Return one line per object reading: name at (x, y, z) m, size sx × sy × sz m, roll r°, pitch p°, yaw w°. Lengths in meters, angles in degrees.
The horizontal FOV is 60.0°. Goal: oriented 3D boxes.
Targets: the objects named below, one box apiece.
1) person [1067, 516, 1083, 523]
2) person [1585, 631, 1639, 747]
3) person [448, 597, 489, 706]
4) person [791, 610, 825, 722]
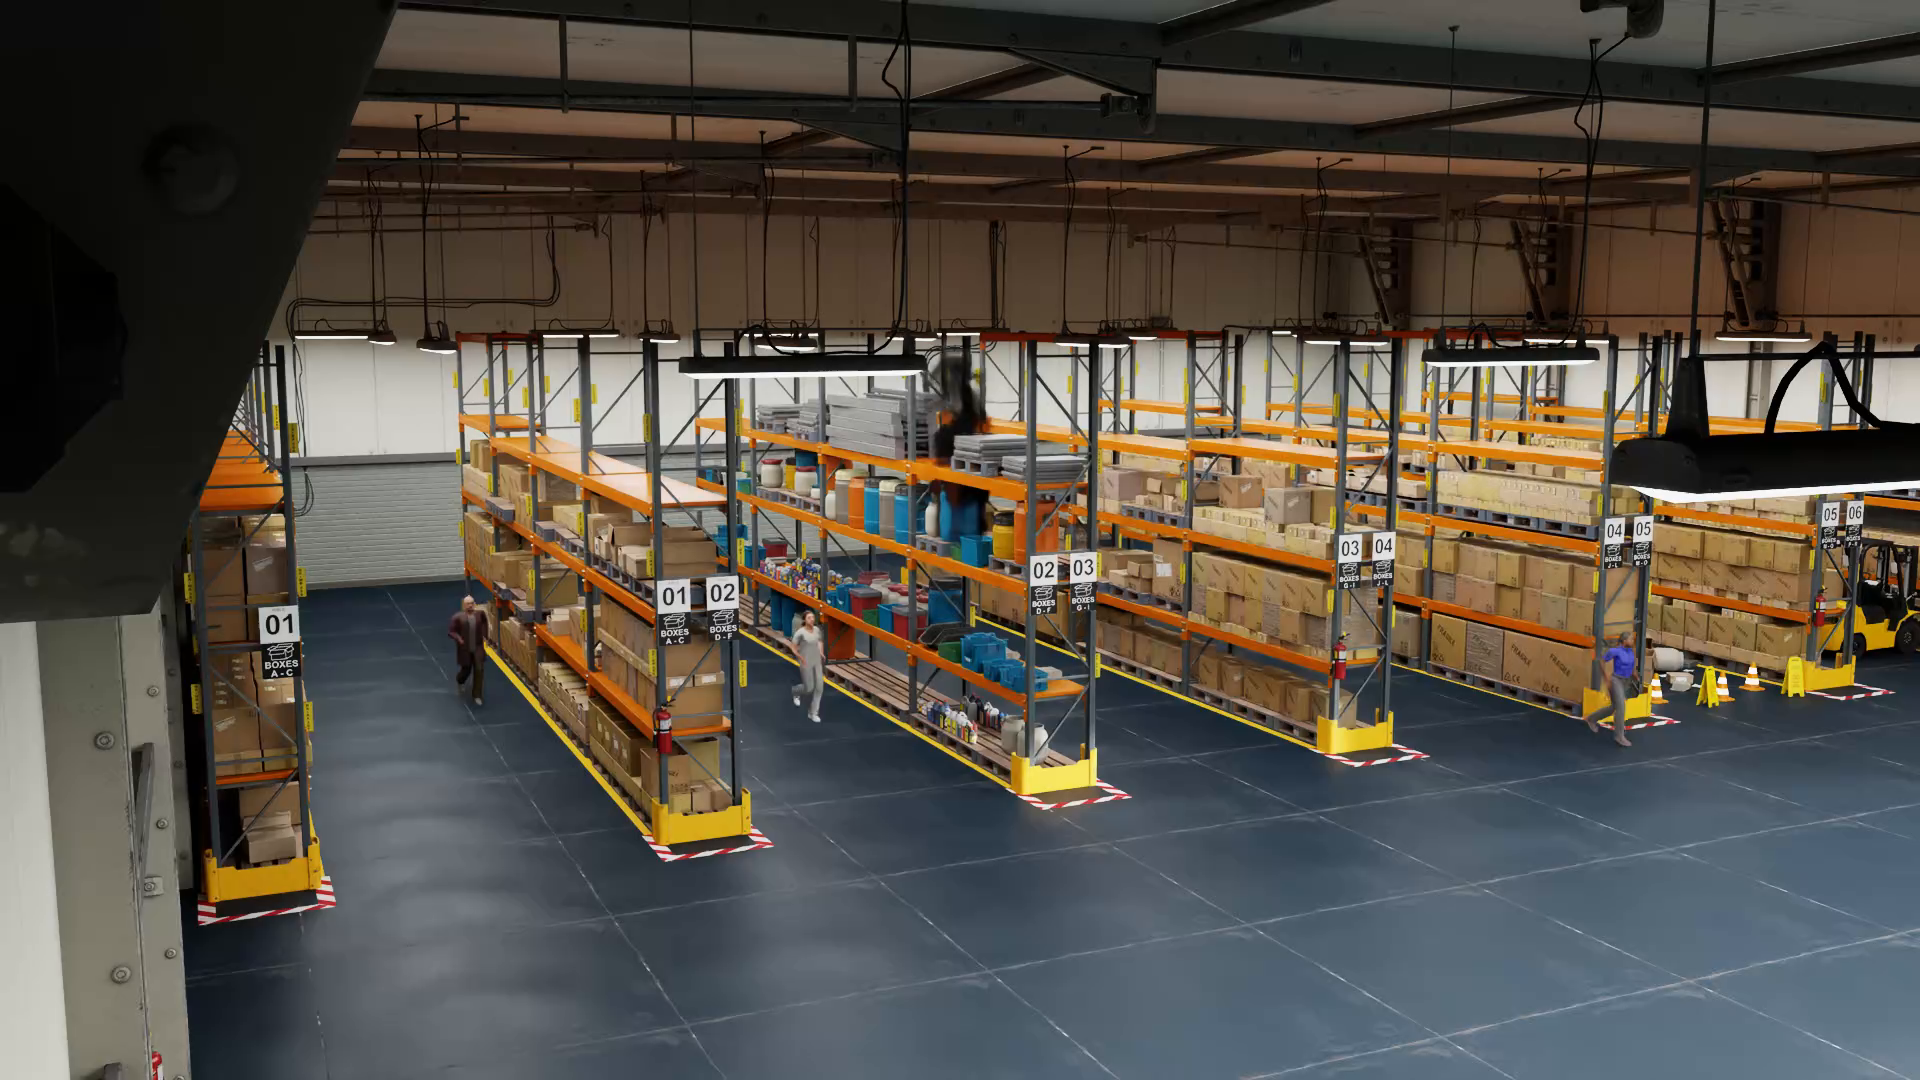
person at (2.774, -0.074, 41.543) m, size 0.621 × 1.633 × 0.640 m, roll -3°, pitch 8°, yaw -20°
person at (9.837, 2.170, 24.892) m, size 0.610 × 1.634 × 0.882 m, roll -5°, pitch 9°, yaw -35°
person at (-8.050, 1.784, 27.298) m, size 0.694 × 1.763 × 0.991 m, roll -4°, pitch 9°, yaw -30°
person at (-2.287, 1.874, 25.052) m, size 0.576 × 1.650 × 0.711 m, roll -6°, pitch 9°, yaw -36°
